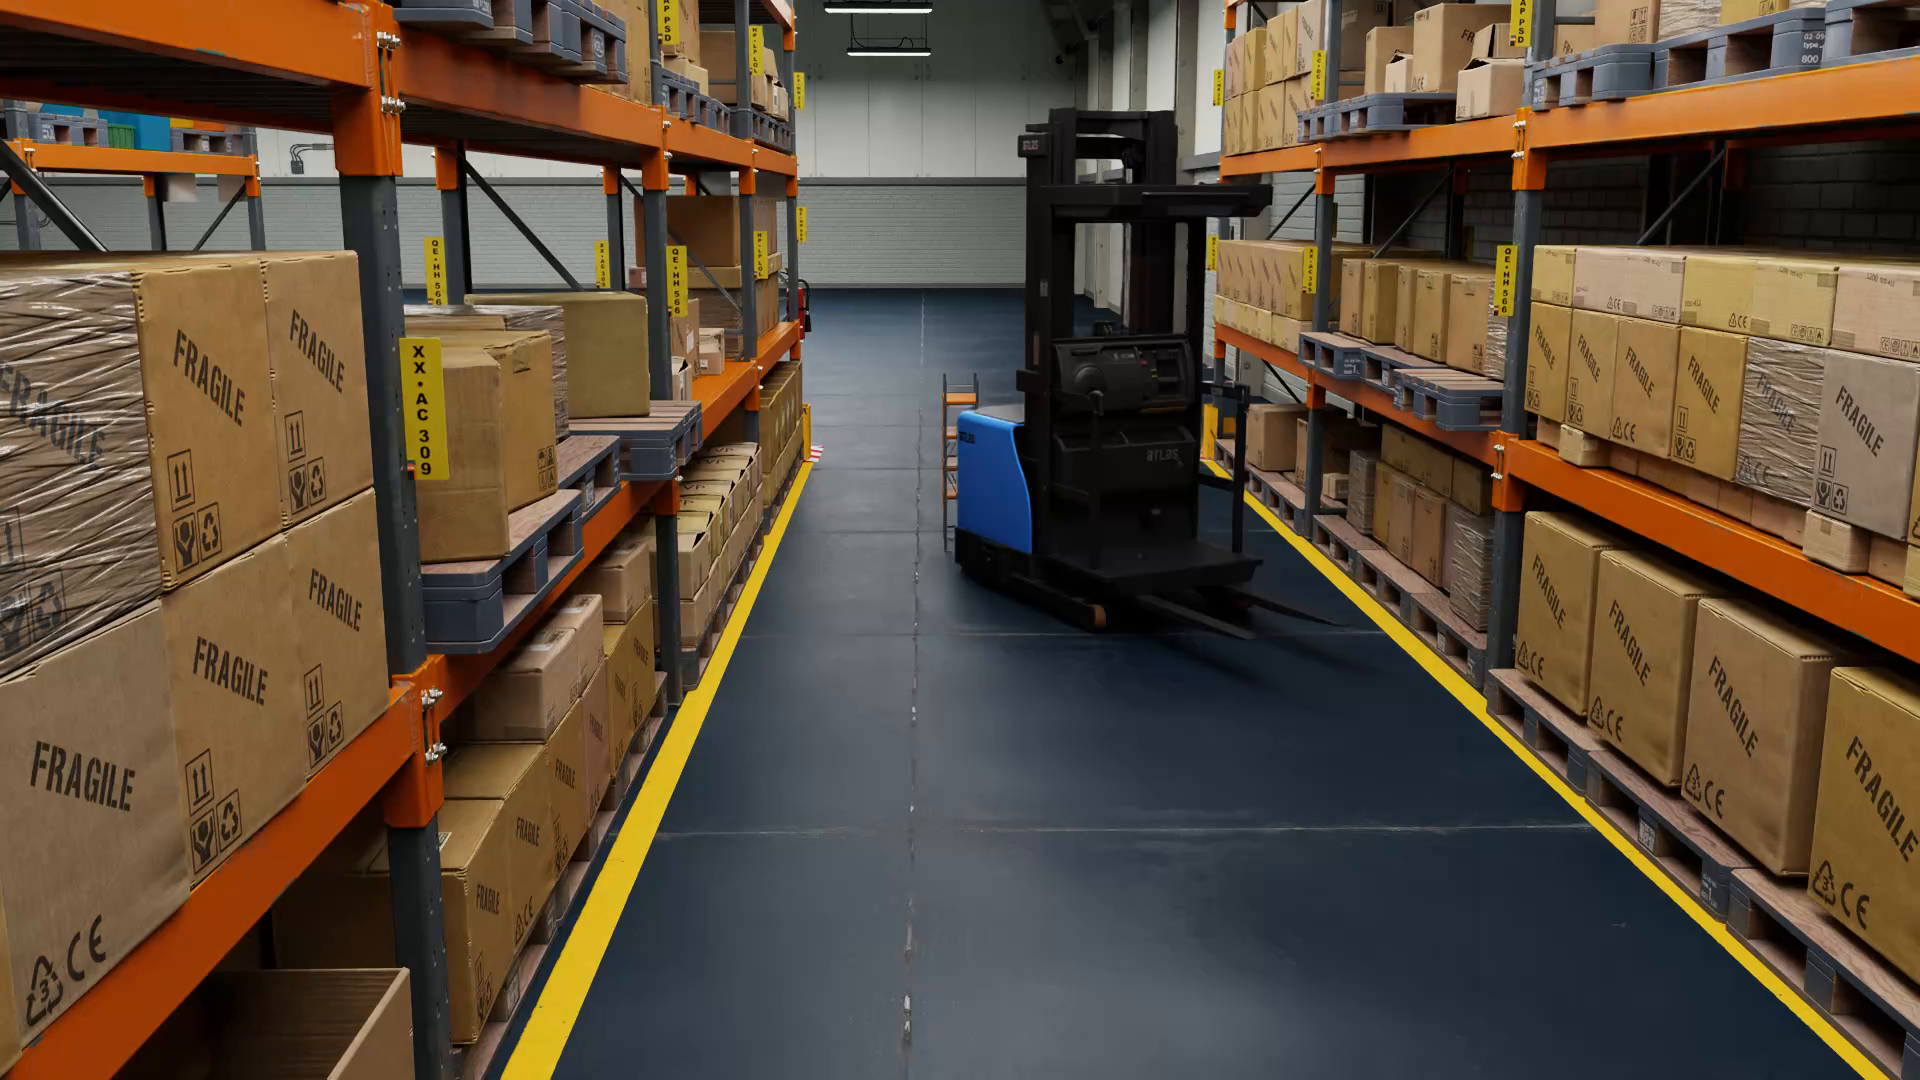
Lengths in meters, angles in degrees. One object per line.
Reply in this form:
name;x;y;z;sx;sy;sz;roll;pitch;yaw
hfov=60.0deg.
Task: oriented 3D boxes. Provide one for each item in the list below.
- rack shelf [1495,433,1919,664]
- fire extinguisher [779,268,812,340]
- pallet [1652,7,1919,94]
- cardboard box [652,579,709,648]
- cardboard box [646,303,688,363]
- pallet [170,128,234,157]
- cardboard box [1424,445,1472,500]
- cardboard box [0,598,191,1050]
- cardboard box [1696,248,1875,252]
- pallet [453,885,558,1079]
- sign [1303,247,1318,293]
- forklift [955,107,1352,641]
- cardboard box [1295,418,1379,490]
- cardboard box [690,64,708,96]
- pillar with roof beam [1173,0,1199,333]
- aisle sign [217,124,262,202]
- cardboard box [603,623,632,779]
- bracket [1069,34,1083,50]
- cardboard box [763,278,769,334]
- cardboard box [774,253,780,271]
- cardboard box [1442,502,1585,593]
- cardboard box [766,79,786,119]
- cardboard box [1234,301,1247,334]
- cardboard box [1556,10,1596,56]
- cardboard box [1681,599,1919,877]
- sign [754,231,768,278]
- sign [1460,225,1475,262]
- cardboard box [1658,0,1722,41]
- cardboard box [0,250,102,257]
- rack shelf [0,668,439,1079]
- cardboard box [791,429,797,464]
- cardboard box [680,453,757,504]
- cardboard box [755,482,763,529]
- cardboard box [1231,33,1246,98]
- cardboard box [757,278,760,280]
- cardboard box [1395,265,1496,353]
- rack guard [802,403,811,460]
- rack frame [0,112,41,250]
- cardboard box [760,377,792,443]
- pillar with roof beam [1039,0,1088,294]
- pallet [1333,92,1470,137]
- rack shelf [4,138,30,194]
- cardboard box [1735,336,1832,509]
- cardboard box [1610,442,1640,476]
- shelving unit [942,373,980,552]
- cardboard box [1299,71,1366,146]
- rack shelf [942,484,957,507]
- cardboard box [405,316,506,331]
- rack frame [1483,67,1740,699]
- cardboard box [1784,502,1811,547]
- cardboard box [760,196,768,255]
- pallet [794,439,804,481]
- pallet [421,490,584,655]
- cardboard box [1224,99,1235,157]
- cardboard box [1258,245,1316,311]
rack shelf;3.137;0.063;6.014;1.077;0.370;4.000;0;11;-1
fire extinguisher;-1.560;-2.244;15.770;0.296;0.674;0.183;0;11;-1
pallet;3.188;-1.715;5.898;1.003;0.211;1.213;0;11;1
cardboard box;-1.574;0.370;8.549;0.500;0.250;0.500;0;11;-1
cardboard box;-1.919;-1.153;9.948;0.500;0.500;0.500;0;11;-1
pallet;-7.055;-3.450;14.449;1.003;0.211;1.213;0;11;-1
cardboard box;3.064;-0.404;9.801;0.500;0.250;0.500;0;11;-1
cardboard box;-1.482;0.383;2.376;0.500;0.500;0.500;0;11;0
cardboard box;3.372;-1.067;6.840;0.500;0.250;0.500;-1;11;-3
pallet;-1.829;1.334;4.953;1.003;0.211;1.213;0;11;-1
sign;2.471;-1.903;11.717;0.100;0.325;0.005;0;11;-1
forklift;1.082;-1.011;9.671;1.130;2.935;3.031;-6;13;-26
cardboard box;2.952;-0.679;13.043;0.500;0.500;0.500;-1;12;-5
cardboard box;-1.936;-2.941;10.789;0.500;0.250;0.500;1;12;5
pillar with roof beam;-0.742;-7.450;26.147;9.100;9.000;0.400;0;11;-1
aisle sign;-6.679;-3.526;15.359;0.394;0.787;0.004;0;11;-1
cardboard box;-1.592;0.631;6.585;0.500;0.500;0.500;-1;11;-3
bracket;2.897;-12.213;40.575;0.076;0.066;4.783;0;11;-1
cardboard box;-2.005;-2.010;14.169;0.700;0.500;0.500;0;11;-1
cardboard box;-1.817;-2.496;14.936;0.380;0.149;0.250;0;11;0
cardboard box;3.134;0.076;9.319;0.700;0.500;0.500;0;11;-1
cardboard box;-1.723;-3.619;13.624;0.500;0.311;0.500;1;12;6
cardboard box;2.653;-1.911;14.262;0.500;0.250;0.500;0;11;-2
cardboard box;3.311;-2.360;8.303;0.500;0.500;0.500;0;11;-1
cardboard box;3.014;0.650;5.660;0.750;0.750;0.750;0;11;1
sign;-1.397;-1.994;11.631;0.100;0.325;0.005;0;11;-1
sign;3.568;-2.053;11.722;0.100;0.325;0.005;0;11;-1
cardboard box;3.227;-2.221;6.559;0.700;0.500;0.500;-1;12;-4
cardboard box;-2.046;-0.315;3.303;0.500;0.500;0.500;0;11;0
rack shelf;-1.733;0.879;1.991;1.077;0.370;4.000;0;11;-1
cardboard box;-1.681;-0.811;14.370;0.500;0.250;0.500;0;11;-1
cardboard box;-1.627;-0.412;10.993;0.500;0.311;0.500;0;11;0
cardboard box;-1.641;-0.238;11.549;0.500;0.250;0.500;0;11;-2
cardboard box;2.655;-4.119;14.457;0.500;0.500;0.500;0;11;-2
cardboard box;-1.782;-2.139;13.173;0.380;0.149;0.250;-1;11;-3
cardboard box;3.039;-1.404;10.077;0.700;0.500;0.500;1;12;7
rack guard;-2.023;-1.036;15.909;1.175;0.500;0.348;0;11;-1
rack frame;-6.892;-1.442;11.621;1.000;3.000;0.127;0;11;-1
cardboard box;-1.669;-1.079;13.805;0.500;0.500;0.500;0;11;-1
pillar with roof beam;-1.114;-11.028;43.784;9.100;9.000;0.548;0;11;-1
pallet;2.944;-2.531;9.919;1.213;0.211;1.003;0;11;-1
rack shelf;-6.851;-2.162;9.435;1.077;0.370;4.000;0;11;-1
cardboard box;2.895;-0.389;5.381;0.500;0.500;0.500;0;11;-1
cardboard box;2.917;-0.355;6.845;0.380;0.149;0.250;0;11;-2
shelving unit;0.003;-0.555;11.778;0.258;1.200;0.503;0;11;-1
cardboard box;2.755;-3.111;12.004;0.500;0.500;0.500;0;11;0
rack shelf;0.003;-0.295;11.830;0.258;0.148;0.480;0;11;-1
cardboard box;-1.872;-0.477;5.557;0.700;0.500;0.500;-3;12;-16
rack frame;3.096;-0.687;7.903;1.000;3.000;0.127;0;11;-1
cardboard box;2.896;-0.048;5.332;0.380;0.149;0.250;0;11;-1
cardboard box;-1.997;-2.633;13.980;0.700;0.500;0.500;0;11;-1
pallet;-1.964;-0.738;15.166;1.003;0.211;1.213;0;11;-1
pallet;-1.682;0.064;4.684;1.003;0.211;1.213;0;11;-1
cardboard box;2.687;-3.739;15.098;0.500;0.500;0.500;0;11;0
cardboard box;2.678;-2.078;13.200;0.500;0.500;0.500;-1;11;-3
